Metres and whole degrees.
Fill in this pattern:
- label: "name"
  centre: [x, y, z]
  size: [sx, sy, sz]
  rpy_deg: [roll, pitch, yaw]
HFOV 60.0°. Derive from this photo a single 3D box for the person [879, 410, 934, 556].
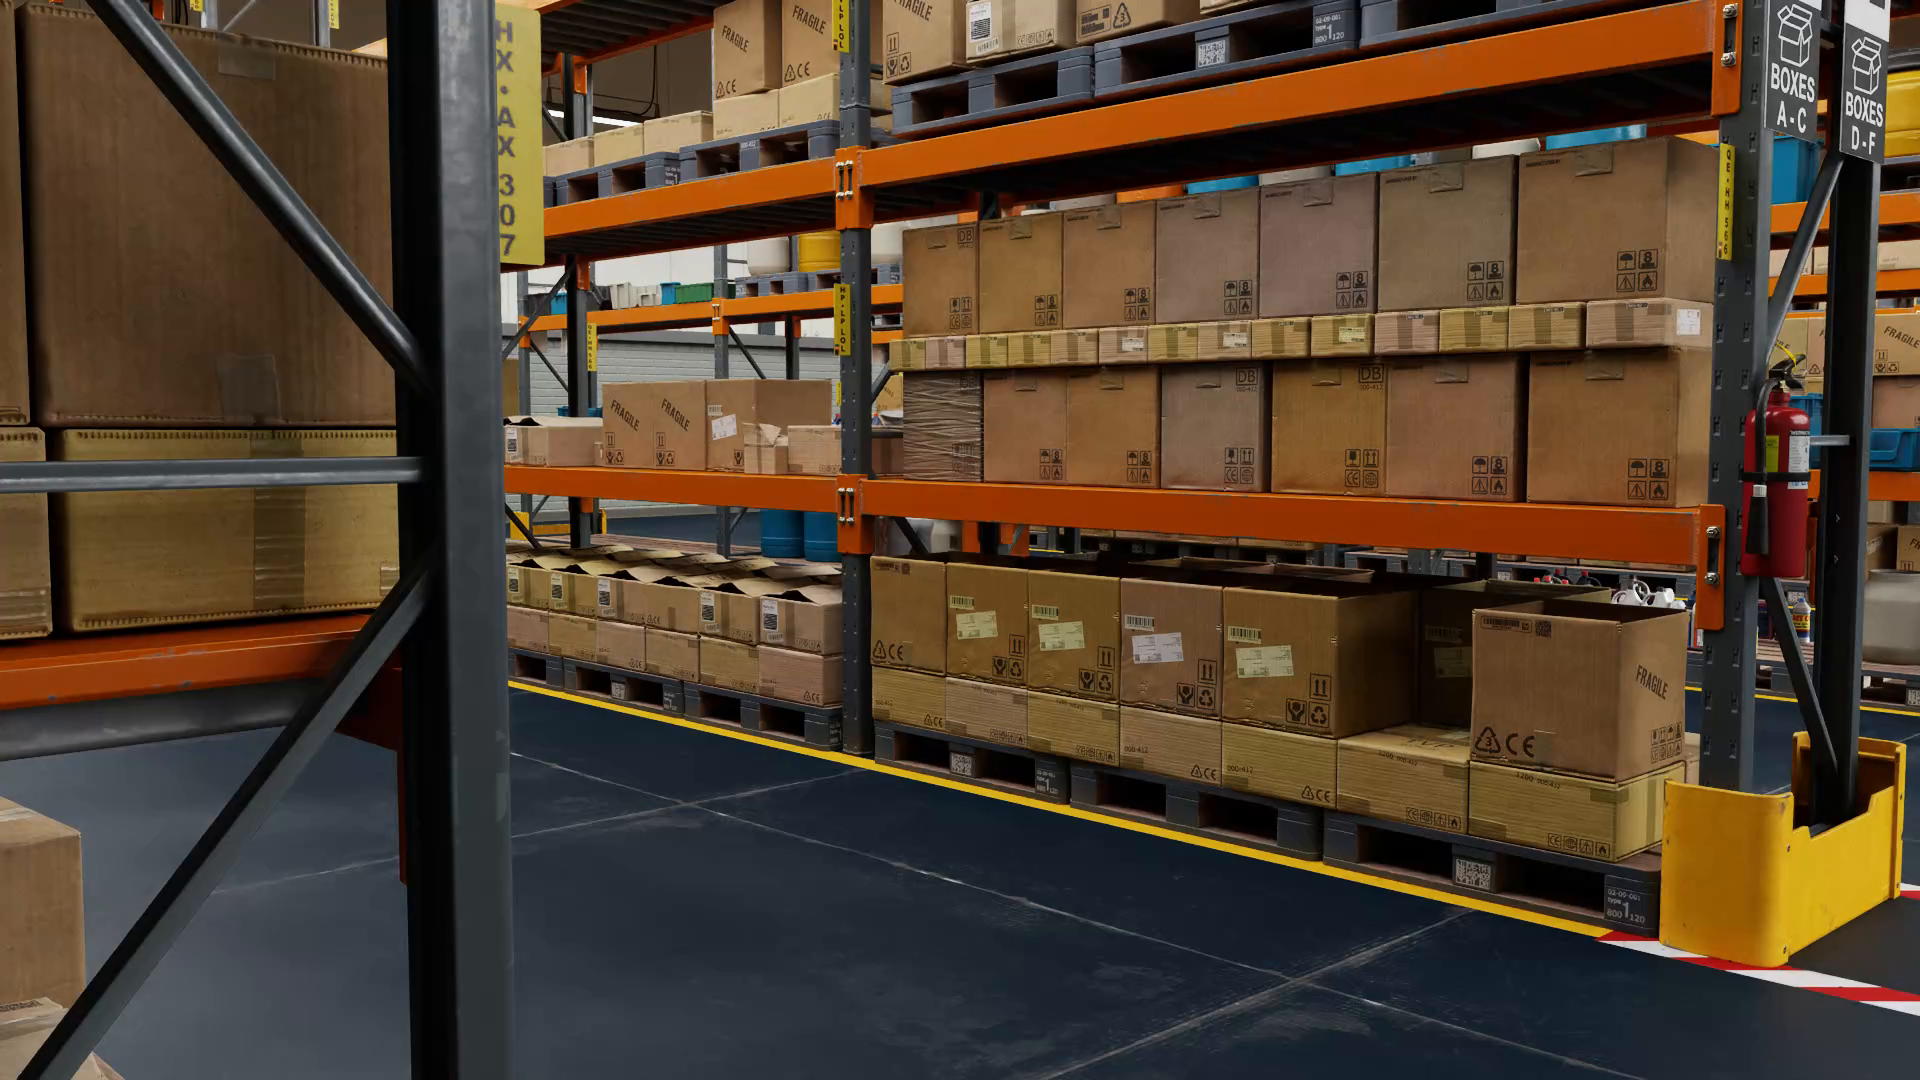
- label: "person"
  centre: [-0.390, -0.133, 12.366]
  size: [0.396, 1.658, 0.527]
  rpy_deg: [4, 5, 42]
